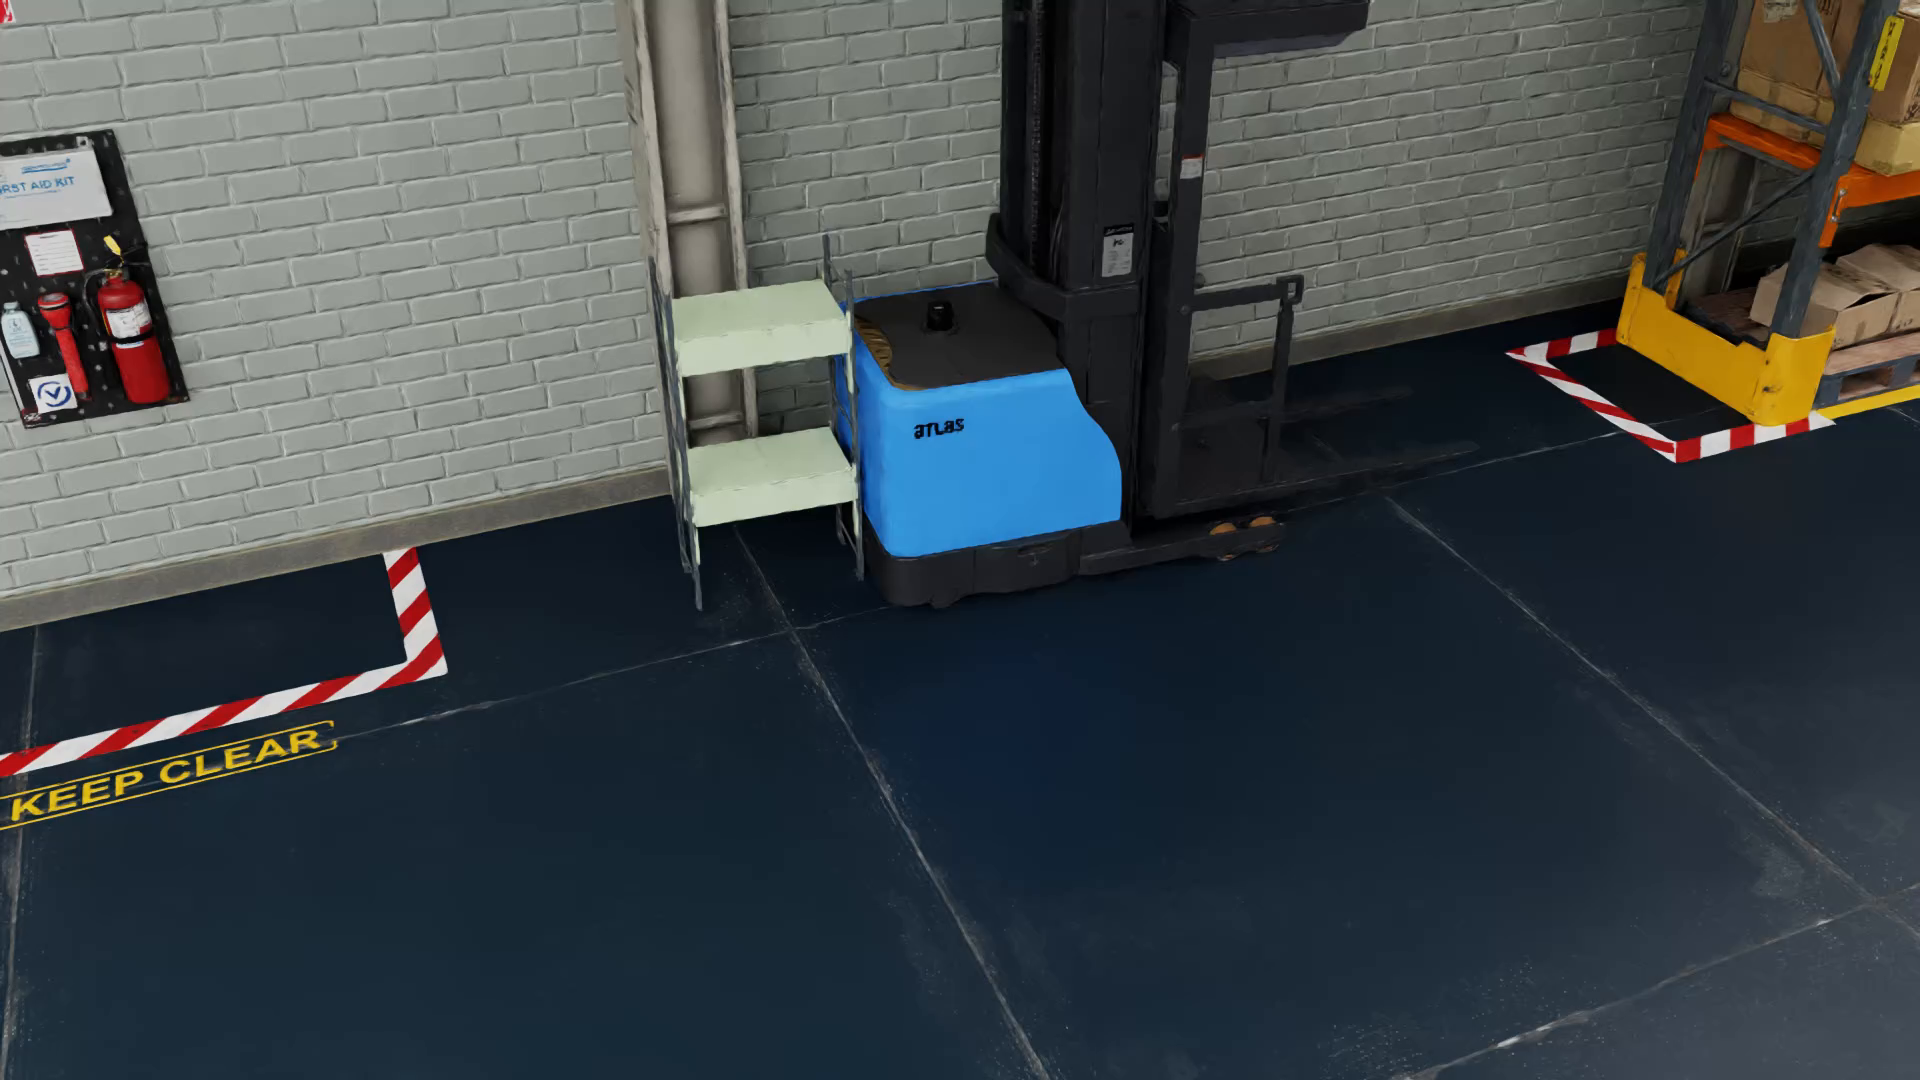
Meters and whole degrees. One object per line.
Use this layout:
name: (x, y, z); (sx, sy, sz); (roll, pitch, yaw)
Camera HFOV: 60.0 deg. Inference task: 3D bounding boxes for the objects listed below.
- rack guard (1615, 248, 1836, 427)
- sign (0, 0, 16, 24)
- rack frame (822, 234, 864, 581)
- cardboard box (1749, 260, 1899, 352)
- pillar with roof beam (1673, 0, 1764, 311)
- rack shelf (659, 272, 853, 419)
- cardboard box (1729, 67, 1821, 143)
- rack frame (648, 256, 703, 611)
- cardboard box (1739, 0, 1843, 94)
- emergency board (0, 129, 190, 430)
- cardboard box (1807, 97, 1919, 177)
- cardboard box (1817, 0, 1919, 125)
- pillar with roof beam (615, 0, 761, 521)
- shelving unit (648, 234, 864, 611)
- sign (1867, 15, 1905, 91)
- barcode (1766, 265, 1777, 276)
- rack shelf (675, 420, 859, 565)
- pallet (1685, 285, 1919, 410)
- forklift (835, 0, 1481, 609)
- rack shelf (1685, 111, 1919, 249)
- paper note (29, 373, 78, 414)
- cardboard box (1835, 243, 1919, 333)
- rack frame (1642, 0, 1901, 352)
rack guard: (4.113, -1.118, 9.010); (0.348, 0.500, 1.175); (-13, 35, -19)
sign: (-3.518, -1.983, 5.922); (0.199, 0.298, 0.001); (-13, 35, -19)
rack frame: (-0.504, -0.551, 7.221); (0.023, 1.500, 0.400); (-10, 34, -15)
cardboard box: (4.716, -1.308, 9.072); (0.500, 0.311, 0.500); (-17, 37, -24)
pillar with roof beam: (6.020, -3.082, 4.236); (0.400, 9.000, 9.100); (-13, 35, -19)
rack shelf: (-0.851, -0.815, 6.912); (0.720, 0.370, 0.431); (-10, 34, -15)
cardboard box: (4.399, -2.292, 8.641); (0.500, 0.250, 0.500); (-12, 35, -18)
rack frame: (-1.198, -0.425, 7.028); (0.023, 1.500, 0.400); (-10, 34, -15)
cardboard box: (4.396, -2.616, 8.452); (0.500, 0.500, 0.500); (-13, 35, -19)
emergency board: (-3.472, -0.963, 6.480); (0.643, 1.169, 0.194); (-13, 35, -19)
cardboard box: (4.616, -2.039, 8.252); (0.500, 0.250, 0.500); (-14, 36, -20)
cardboard box: (4.600, -2.359, 8.057); (0.500, 0.500, 0.500); (-13, 35, -19)
pillar with roof beam: (0.488, -1.816, 2.289); (0.400, 9.000, 9.100); (-13, 35, -19)
shelving unit: (-0.851, -0.488, 7.124); (0.755, 1.500, 0.431); (-10, 34, -15)
sign: (4.253, -2.240, 7.648); (0.005, 0.325, 0.100); (-13, 35, -19)
barcode: (4.578, -1.517, 9.385); (0.075, 0.075, 0.001); (-13, 35, -19)
rack shelf: (-0.851, -0.214, 7.302); (0.720, 0.370, 0.431); (-10, 34, -15)
pallet: (4.876, -1.151, 9.325); (1.213, 0.211, 1.003); (-13, 35, -19)
forklift: (0.974, -1.399, 7.212); (3.031, 2.935, 1.130); (-10, 34, -15)
rack shelf: (5.887, -2.271, 9.149); (4.000, 0.370, 1.077); (-13, 35, -19)
paper note: (-3.662, -0.591, 6.716); (0.142, 0.148, 0.016); (-13, 35, -19)
cardboard box: (5.242, -1.429, 9.257); (0.500, 0.311, 0.500); (-10, 34, -15)
rack frame: (4.043, -2.150, 8.304); (0.127, 3.000, 1.000); (-13, 35, -19)
